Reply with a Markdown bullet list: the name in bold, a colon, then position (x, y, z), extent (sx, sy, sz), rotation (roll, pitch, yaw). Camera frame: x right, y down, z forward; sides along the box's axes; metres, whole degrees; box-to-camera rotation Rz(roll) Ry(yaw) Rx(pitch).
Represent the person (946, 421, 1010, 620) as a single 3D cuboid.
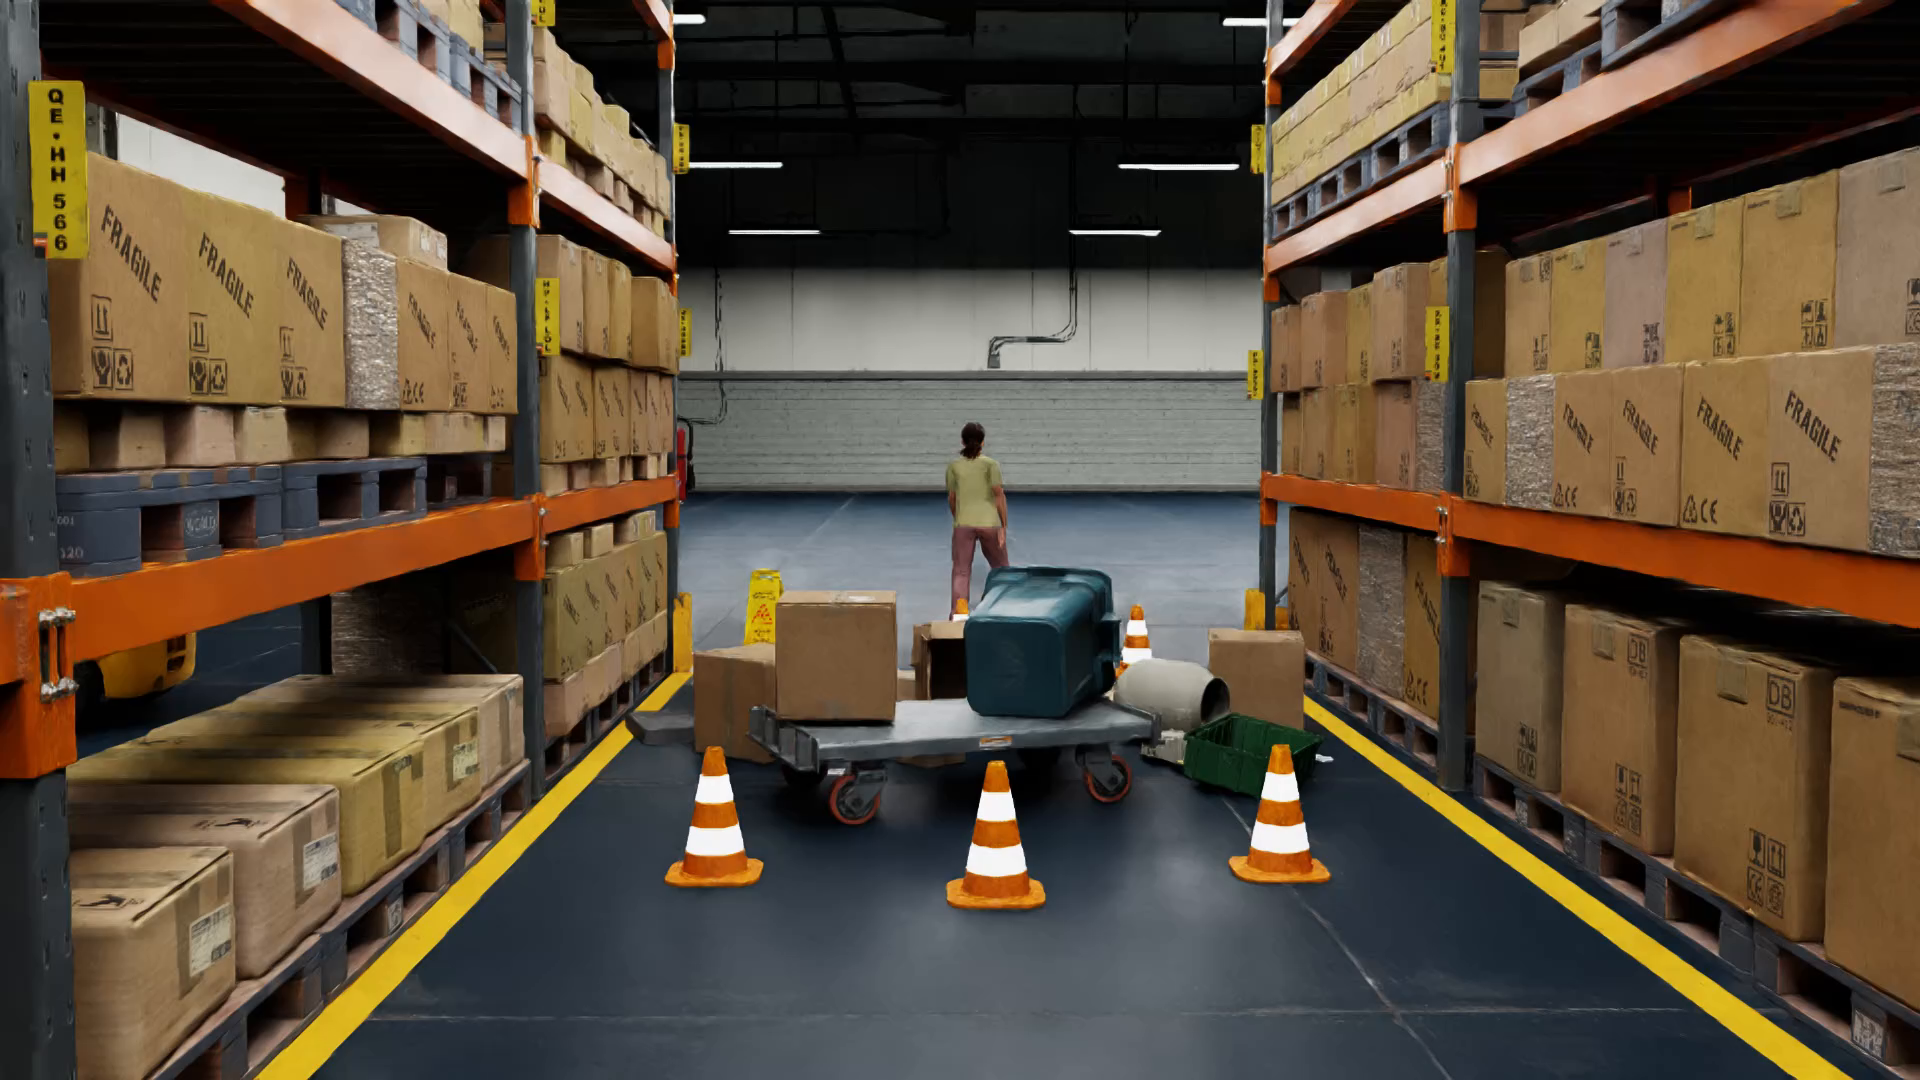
- **person**: position (0.178, -0.078, 12.589), extent (0.568, 1.639, 0.749), rotation (0, 4, 5)
